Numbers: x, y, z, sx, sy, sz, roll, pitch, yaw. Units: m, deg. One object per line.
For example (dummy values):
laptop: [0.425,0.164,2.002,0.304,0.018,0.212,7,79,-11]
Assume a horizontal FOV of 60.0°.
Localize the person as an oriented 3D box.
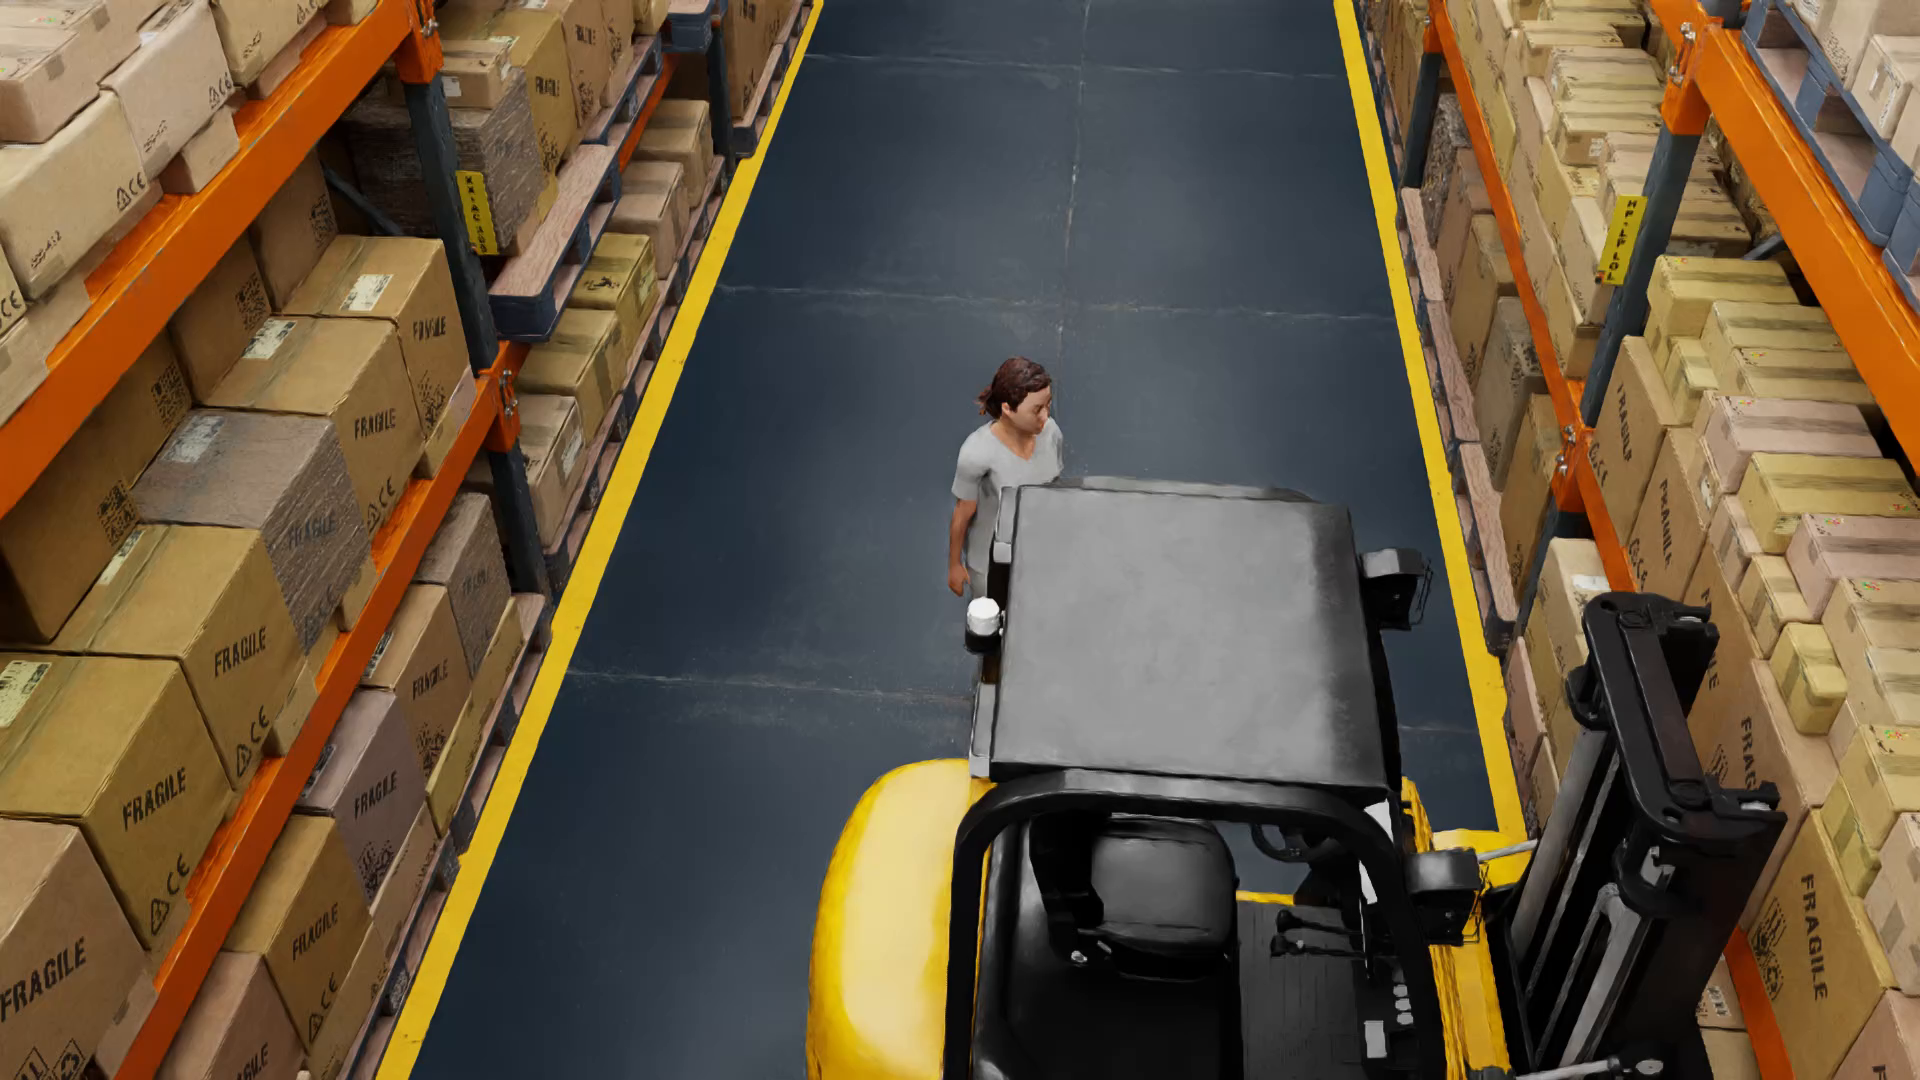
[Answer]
person: [0.263,0.130,5.997,0.463,1.669,0.647,-24,46,-26]
